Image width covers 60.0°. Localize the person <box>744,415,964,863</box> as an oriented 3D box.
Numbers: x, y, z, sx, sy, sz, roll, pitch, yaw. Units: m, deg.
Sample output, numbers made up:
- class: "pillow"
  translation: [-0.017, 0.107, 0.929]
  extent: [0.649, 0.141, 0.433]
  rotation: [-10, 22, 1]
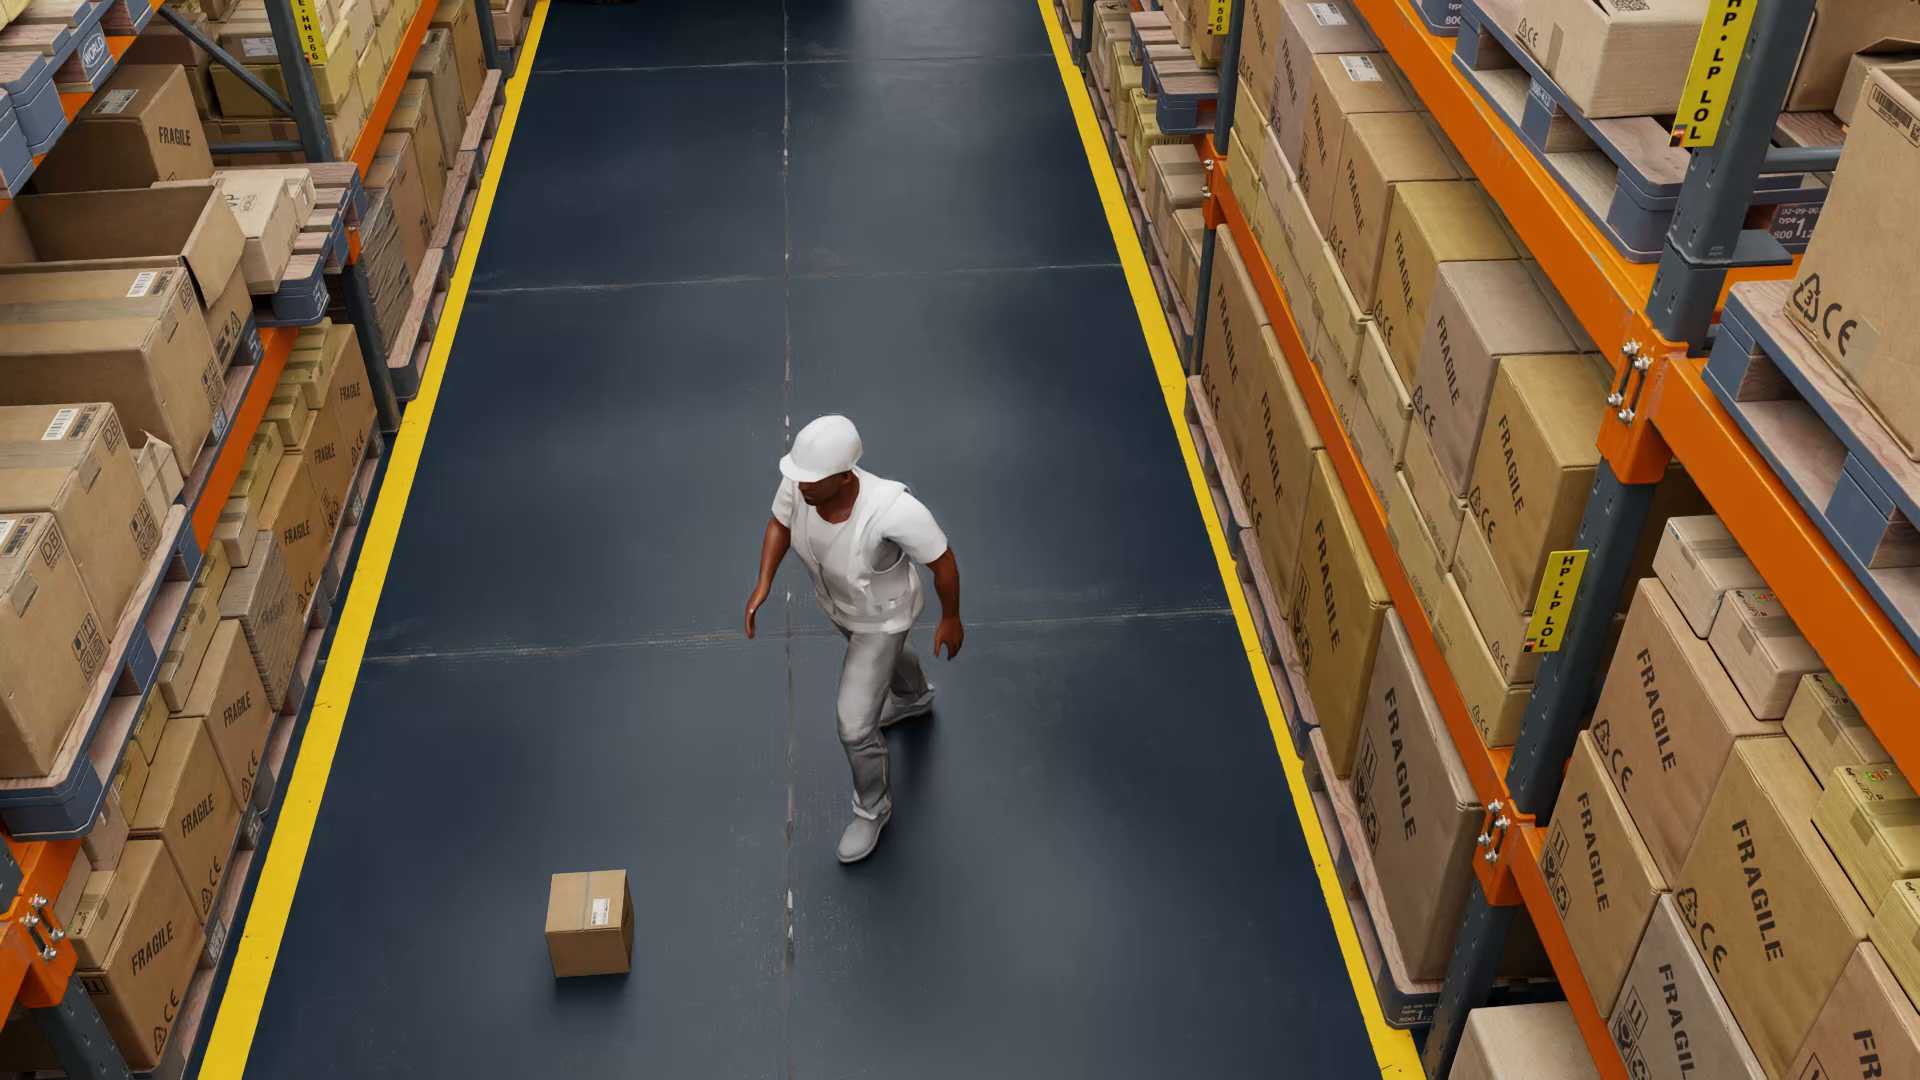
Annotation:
- class: "person"
  translation: [-0.341, 0.226, 5.873]
  extent: [0.823, 1.695, 0.689]
  rotation: [-30, 48, -32]
